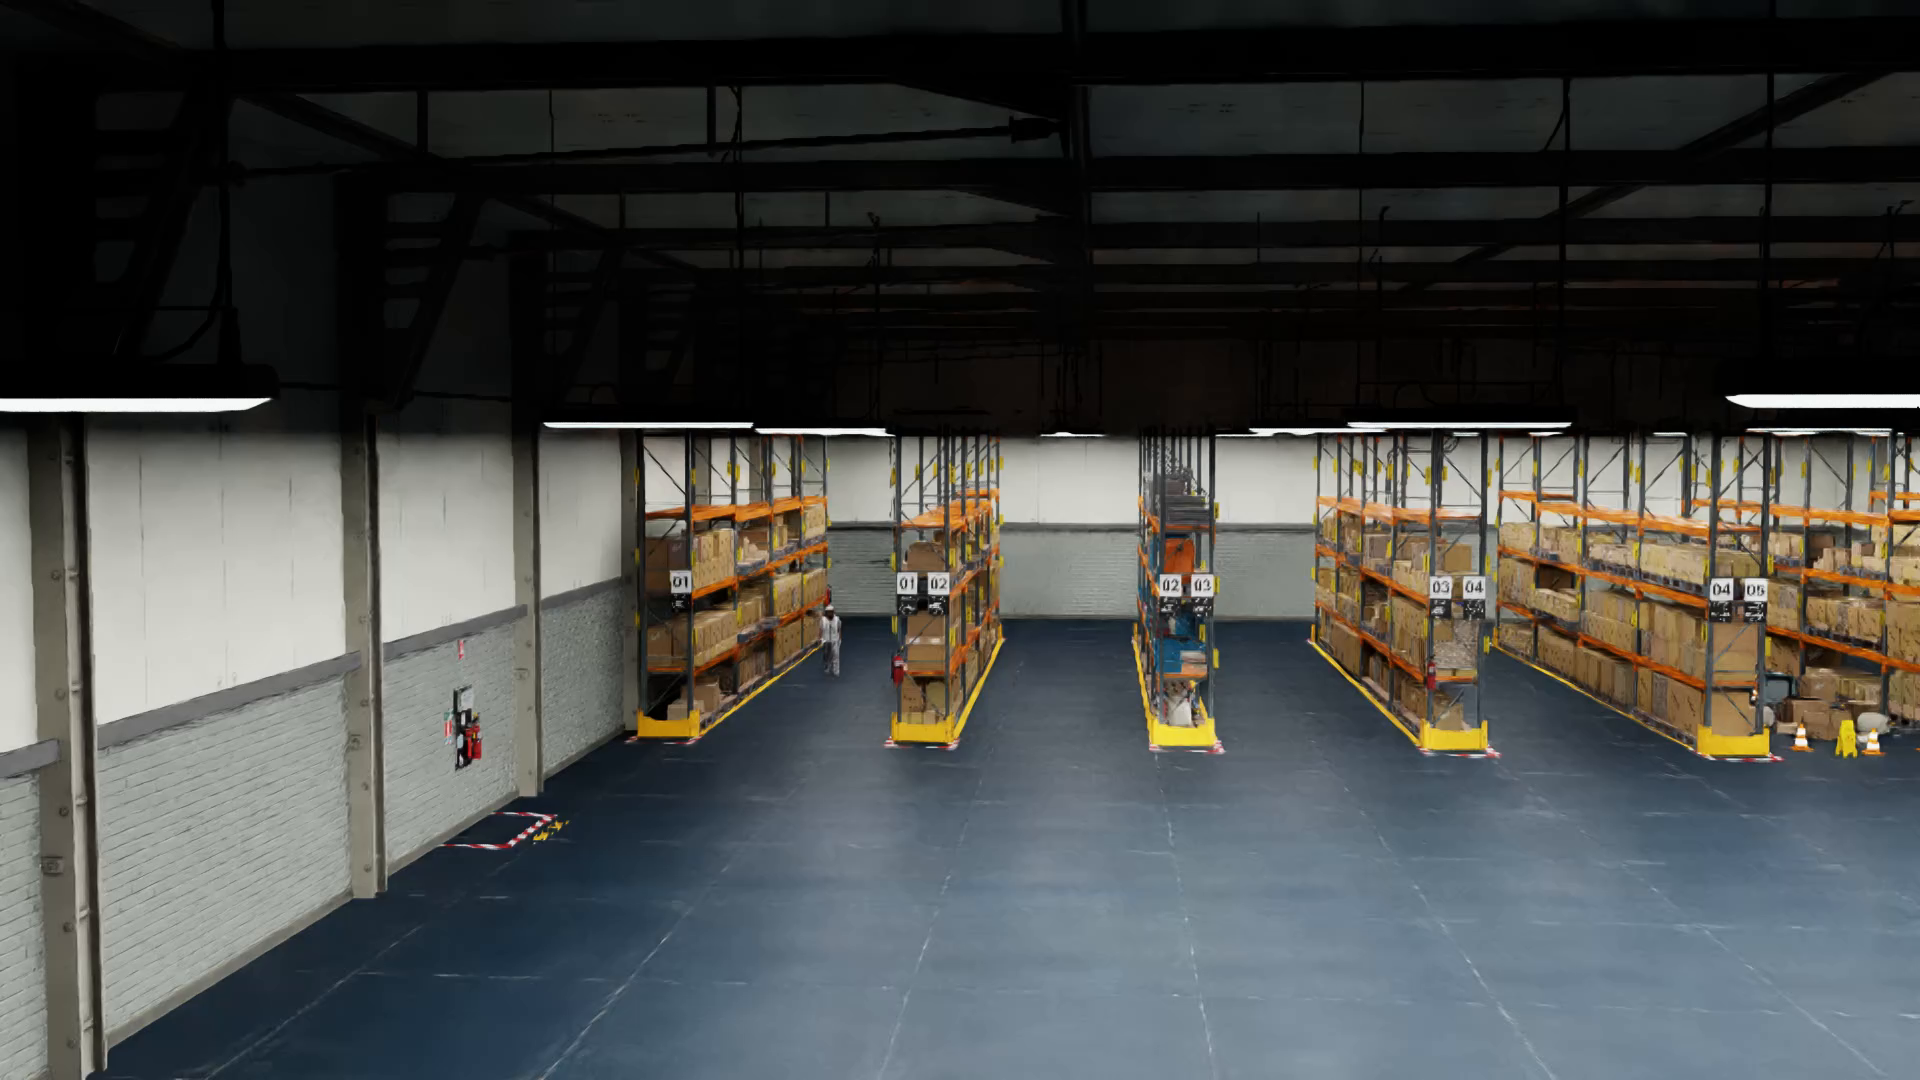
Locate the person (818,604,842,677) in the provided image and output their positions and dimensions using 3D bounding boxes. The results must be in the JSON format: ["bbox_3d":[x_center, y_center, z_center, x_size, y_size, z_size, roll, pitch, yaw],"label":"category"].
[{"bbox_3d":[-3.135,2.410,40.093,0.554,1.724,1.029,0,3,-3],"label":"person"}]

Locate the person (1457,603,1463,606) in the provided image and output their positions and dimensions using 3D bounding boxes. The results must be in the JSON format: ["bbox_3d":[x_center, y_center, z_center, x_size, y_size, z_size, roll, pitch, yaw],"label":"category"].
[{"bbox_3d":[13.876,2.108,46.382,0.592,1.604,0.513,0,3,5],"label":"person"}]
